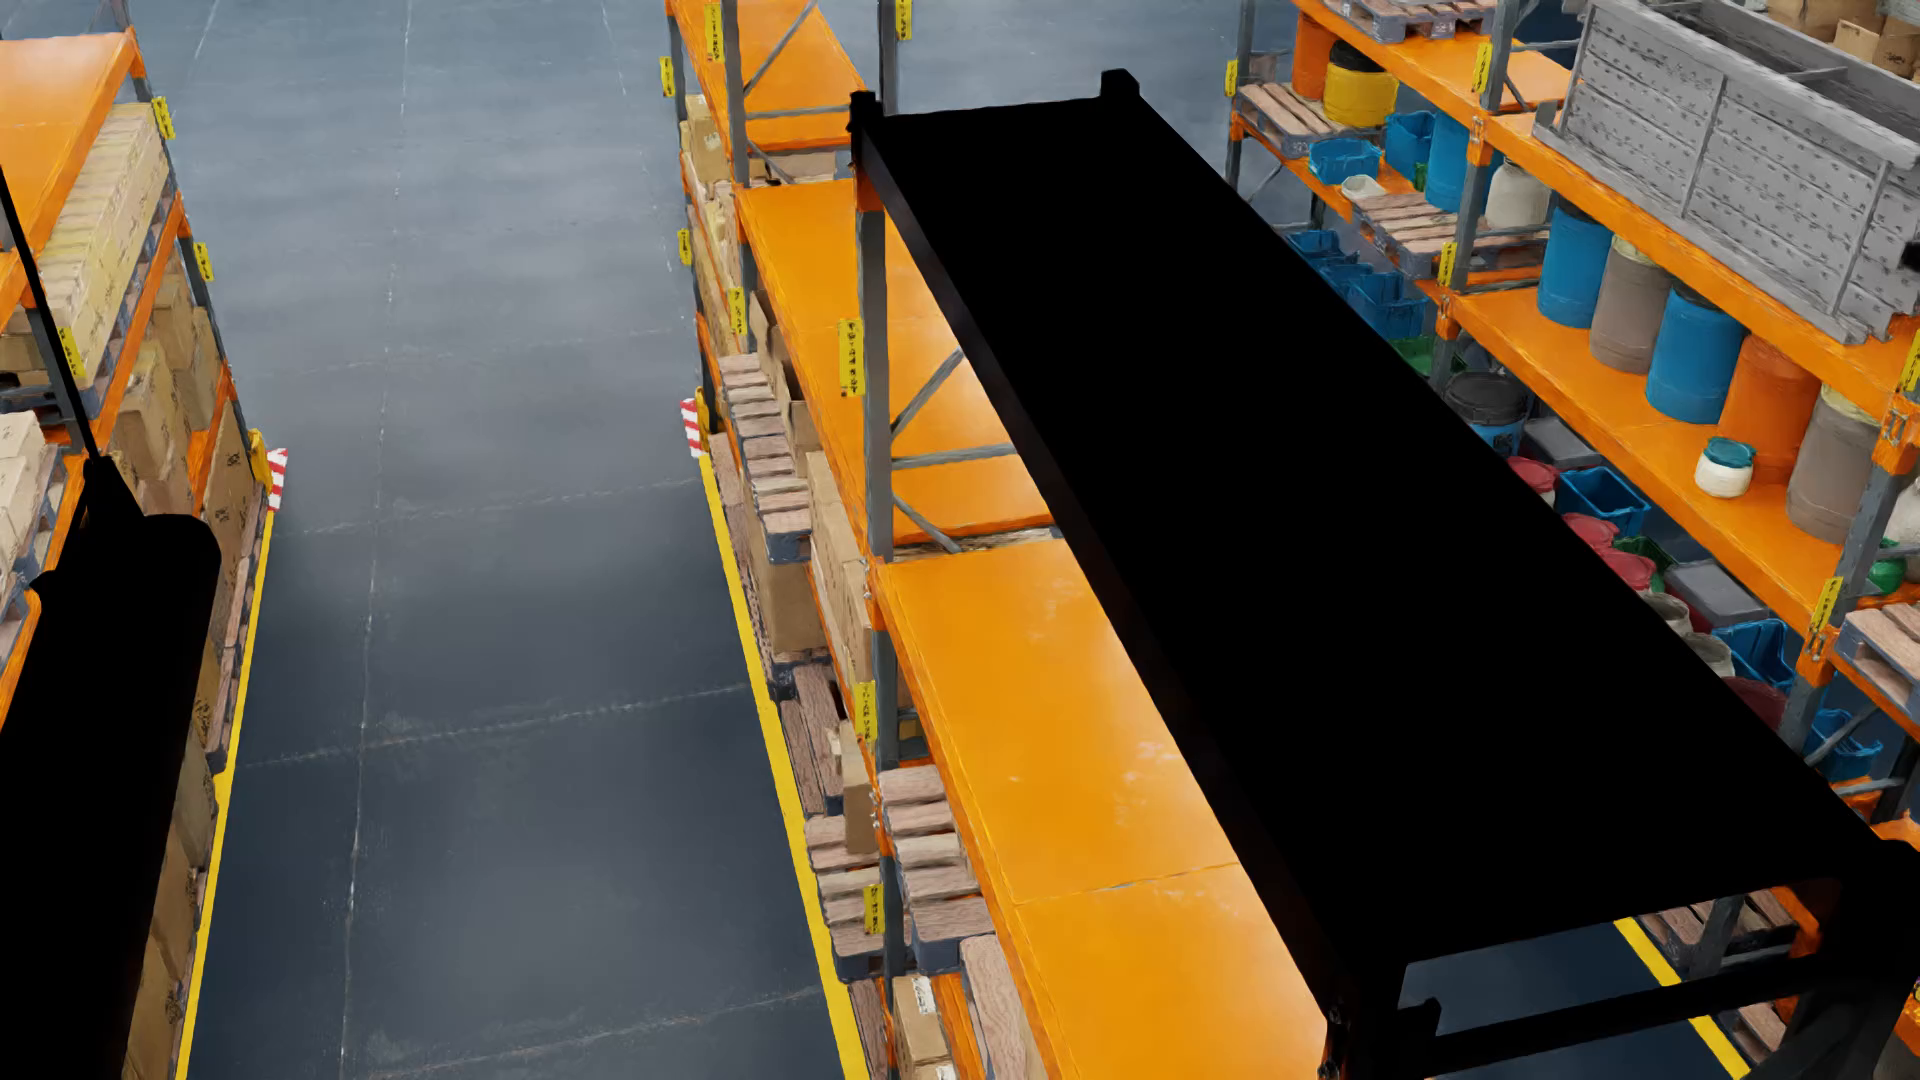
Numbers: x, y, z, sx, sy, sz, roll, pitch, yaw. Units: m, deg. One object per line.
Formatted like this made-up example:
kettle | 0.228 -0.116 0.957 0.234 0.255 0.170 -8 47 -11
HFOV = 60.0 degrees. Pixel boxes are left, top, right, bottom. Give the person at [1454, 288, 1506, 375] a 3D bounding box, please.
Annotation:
person | 4.942 -2.041 15.713 0.412 1.509 0.955 -13 37 -18
